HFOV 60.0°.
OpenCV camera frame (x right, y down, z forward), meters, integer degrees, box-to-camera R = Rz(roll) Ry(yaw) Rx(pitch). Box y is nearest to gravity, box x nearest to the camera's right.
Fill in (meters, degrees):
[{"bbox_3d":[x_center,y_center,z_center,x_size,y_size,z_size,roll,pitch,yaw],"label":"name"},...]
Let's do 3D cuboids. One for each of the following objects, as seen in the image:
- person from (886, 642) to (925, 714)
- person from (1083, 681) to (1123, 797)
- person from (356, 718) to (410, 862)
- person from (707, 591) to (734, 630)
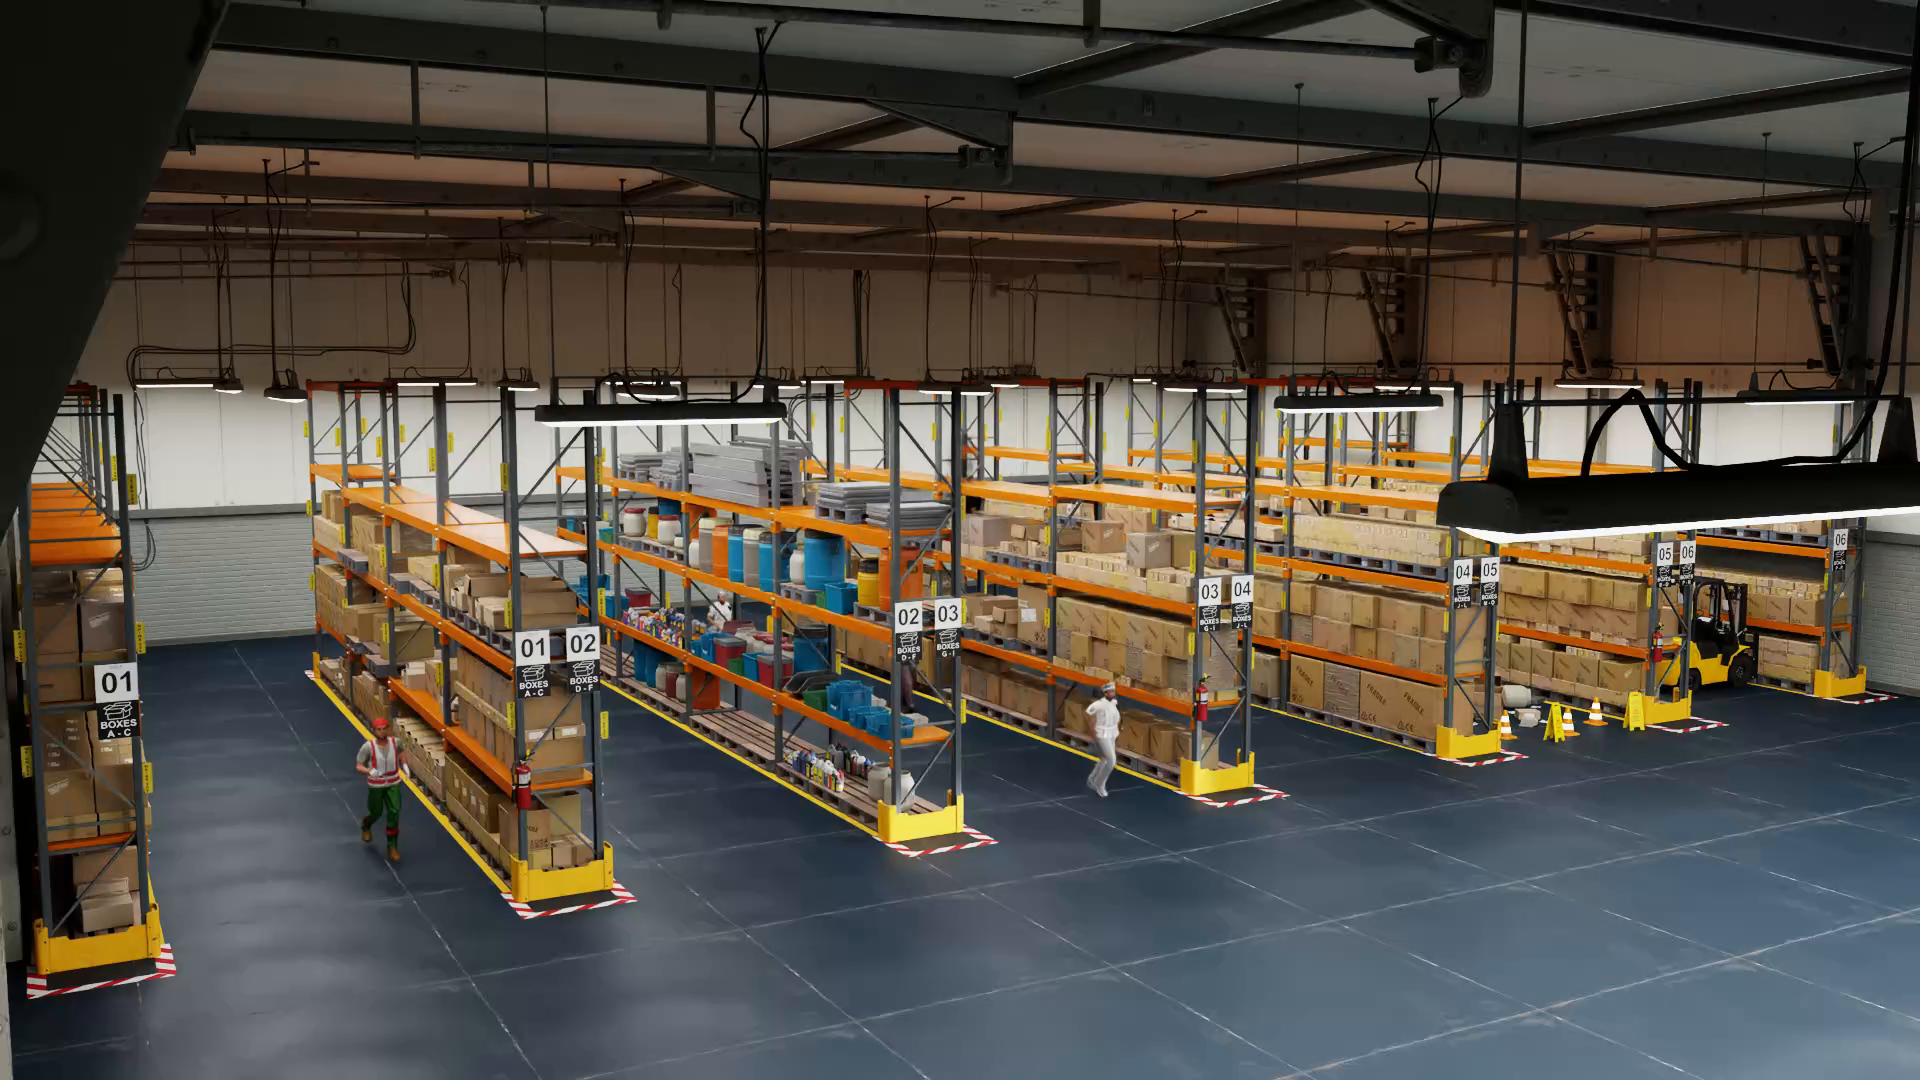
[{"bbox_3d":[-0.946,2.256,30.082,0.656,1.707,0.970,-4,7,-32],"label":"person"},{"bbox_3d":[2.141,2.920,24.478,0.566,1.716,0.658,-6,8,-44],"label":"person"},{"bbox_3d":[-7.443,3.163,21.444,0.669,1.791,0.992,-4,7,-32],"label":"person"},{"bbox_3d":[-4.958,1.858,34.522,0.595,1.618,0.629,-5,8,-38],"label":"person"}]
